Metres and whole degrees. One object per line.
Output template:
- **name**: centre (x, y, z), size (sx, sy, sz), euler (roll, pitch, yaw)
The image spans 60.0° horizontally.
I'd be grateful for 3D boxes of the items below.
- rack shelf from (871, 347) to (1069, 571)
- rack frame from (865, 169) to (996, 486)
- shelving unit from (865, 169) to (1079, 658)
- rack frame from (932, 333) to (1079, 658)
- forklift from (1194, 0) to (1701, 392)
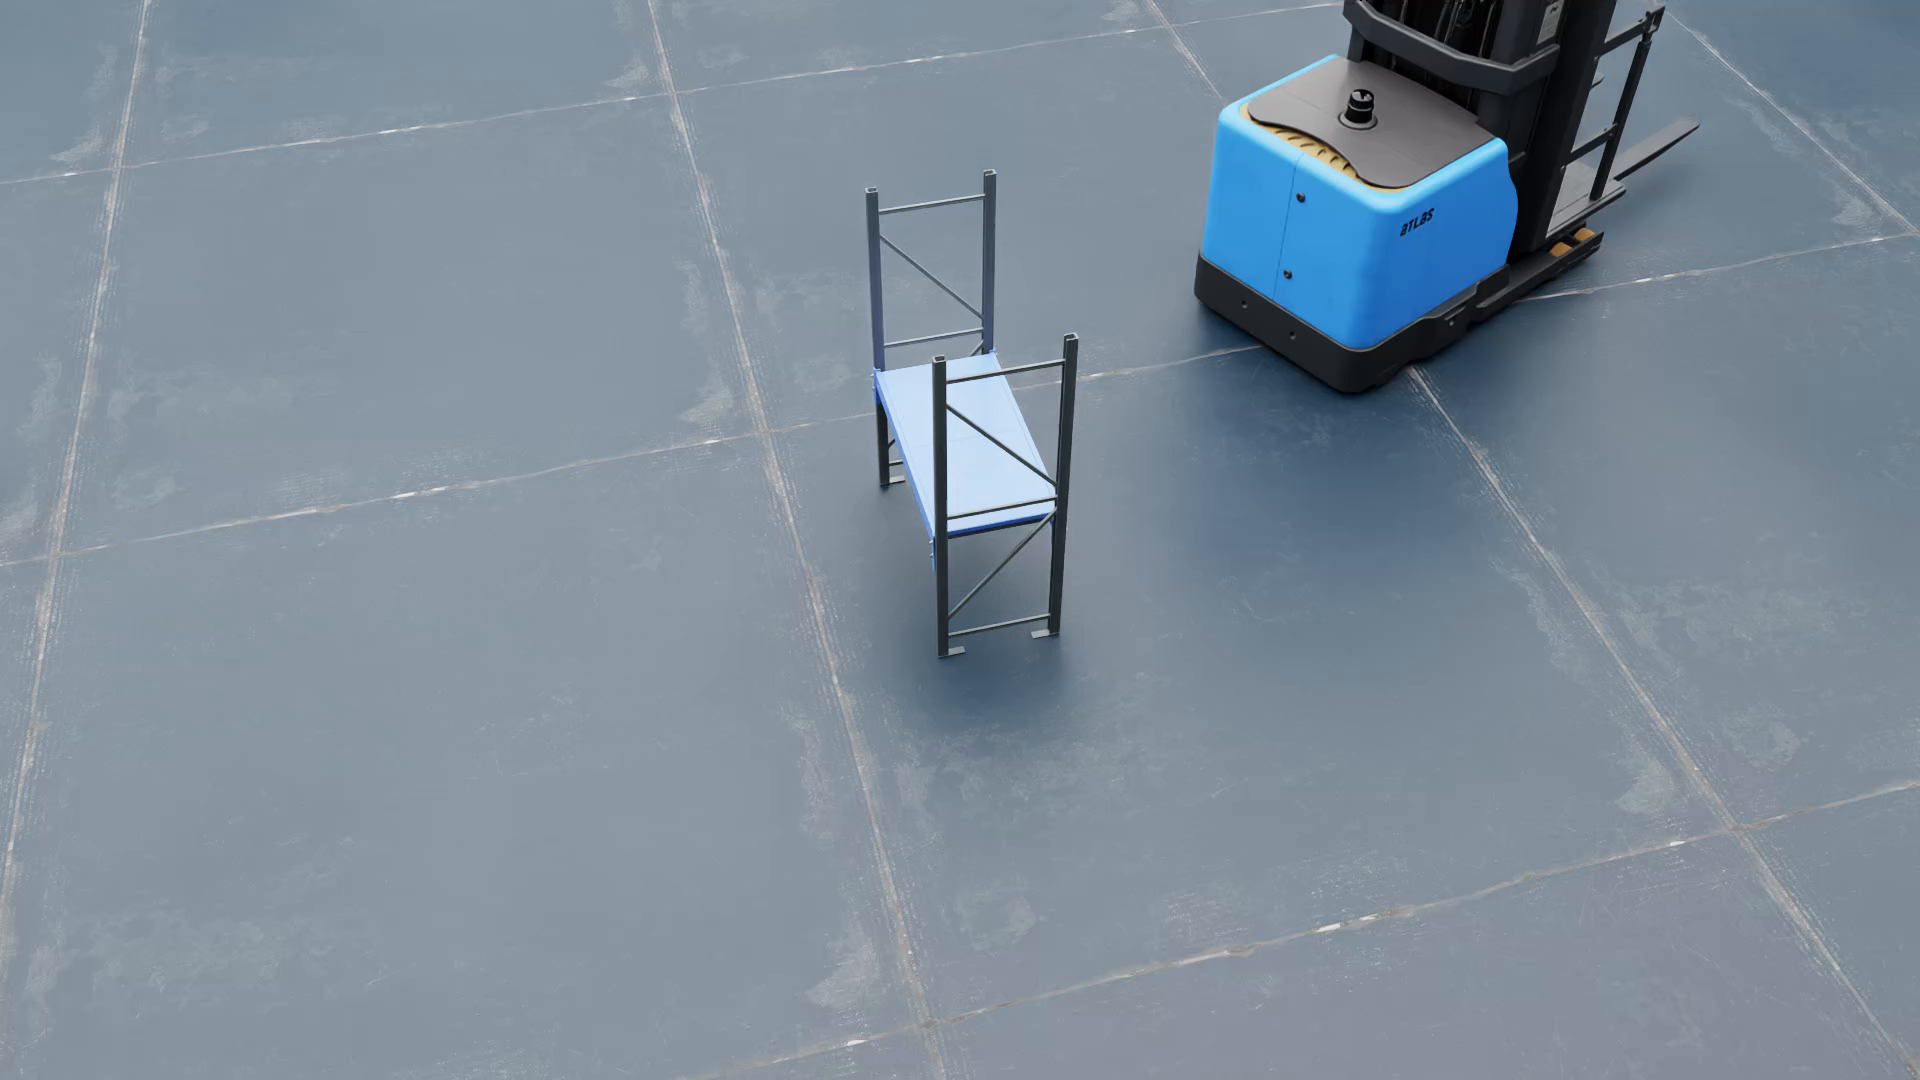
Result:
- **rack shelf**: centre (0.022, -0.340, 6.536), size (0.538, 0.185, 1.000), euler (-11, 47, -10)
- **rack frame**: centre (-0.108, -0.817, 6.751), size (0.500, 1.500, 0.032), euler (-11, 47, -10)
- **shelving unit**: centre (0.022, -0.466, 6.407), size (0.538, 1.500, 1.048), euler (-11, 47, -10)
- **rack frame**: centre (0.152, -0.115, 6.063), size (0.500, 1.500, 0.032), euler (-11, 47, -10)
- **forklift**: centre (2.589, -2.597, 7.494), size (3.031, 2.935, 1.130), euler (-31, 53, -27)
